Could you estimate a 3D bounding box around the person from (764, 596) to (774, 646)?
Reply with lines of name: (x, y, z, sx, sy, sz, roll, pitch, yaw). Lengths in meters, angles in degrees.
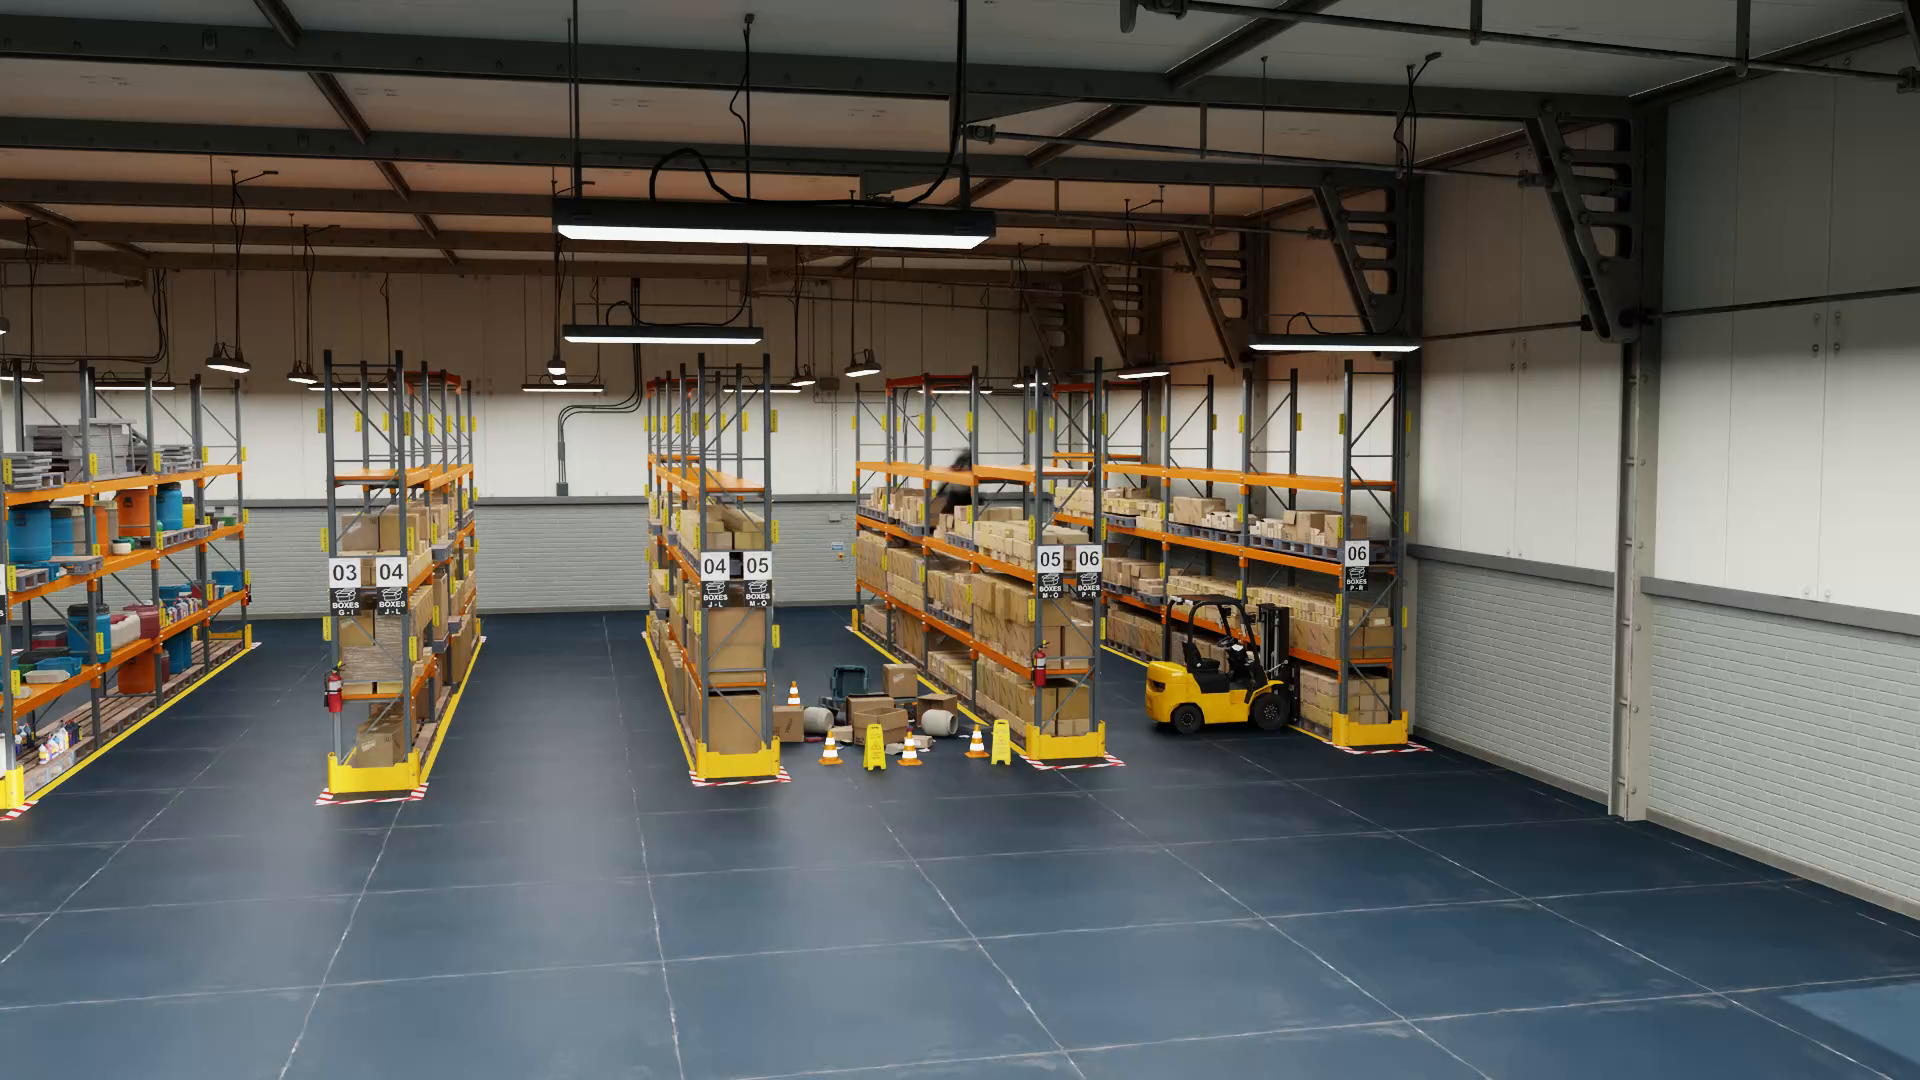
person: (-4.452, 1.591, 37.004, 0.625, 1.666, 0.811, -1, 4, -14)
